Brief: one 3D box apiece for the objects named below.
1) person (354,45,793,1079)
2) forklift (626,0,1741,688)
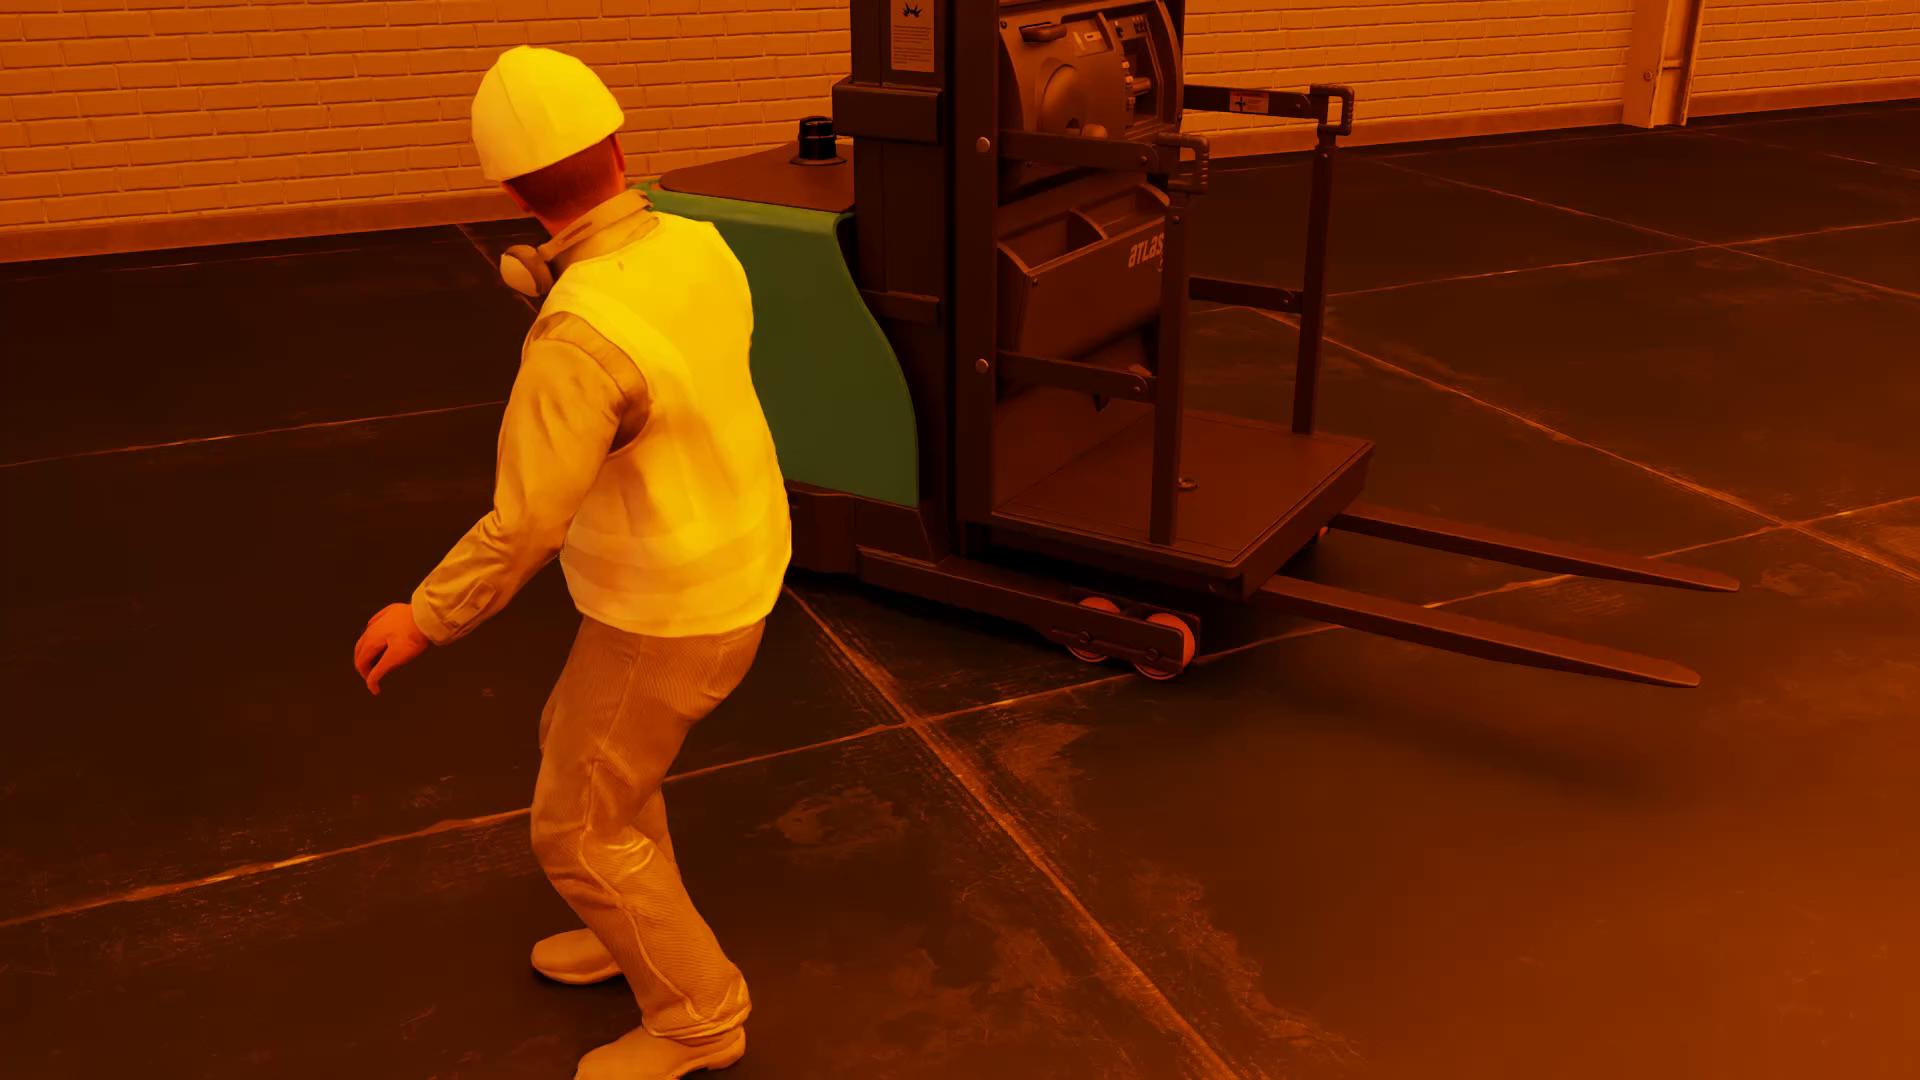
[{"bbox_3d":[-0.594,0.085,2.723,0.602,1.726,0.764,2,23,5],"label":"person"},{"bbox_3d":[0.534,-1.229,4.245,3.031,2.935,1.130,13,26,29],"label":"forklift"}]
